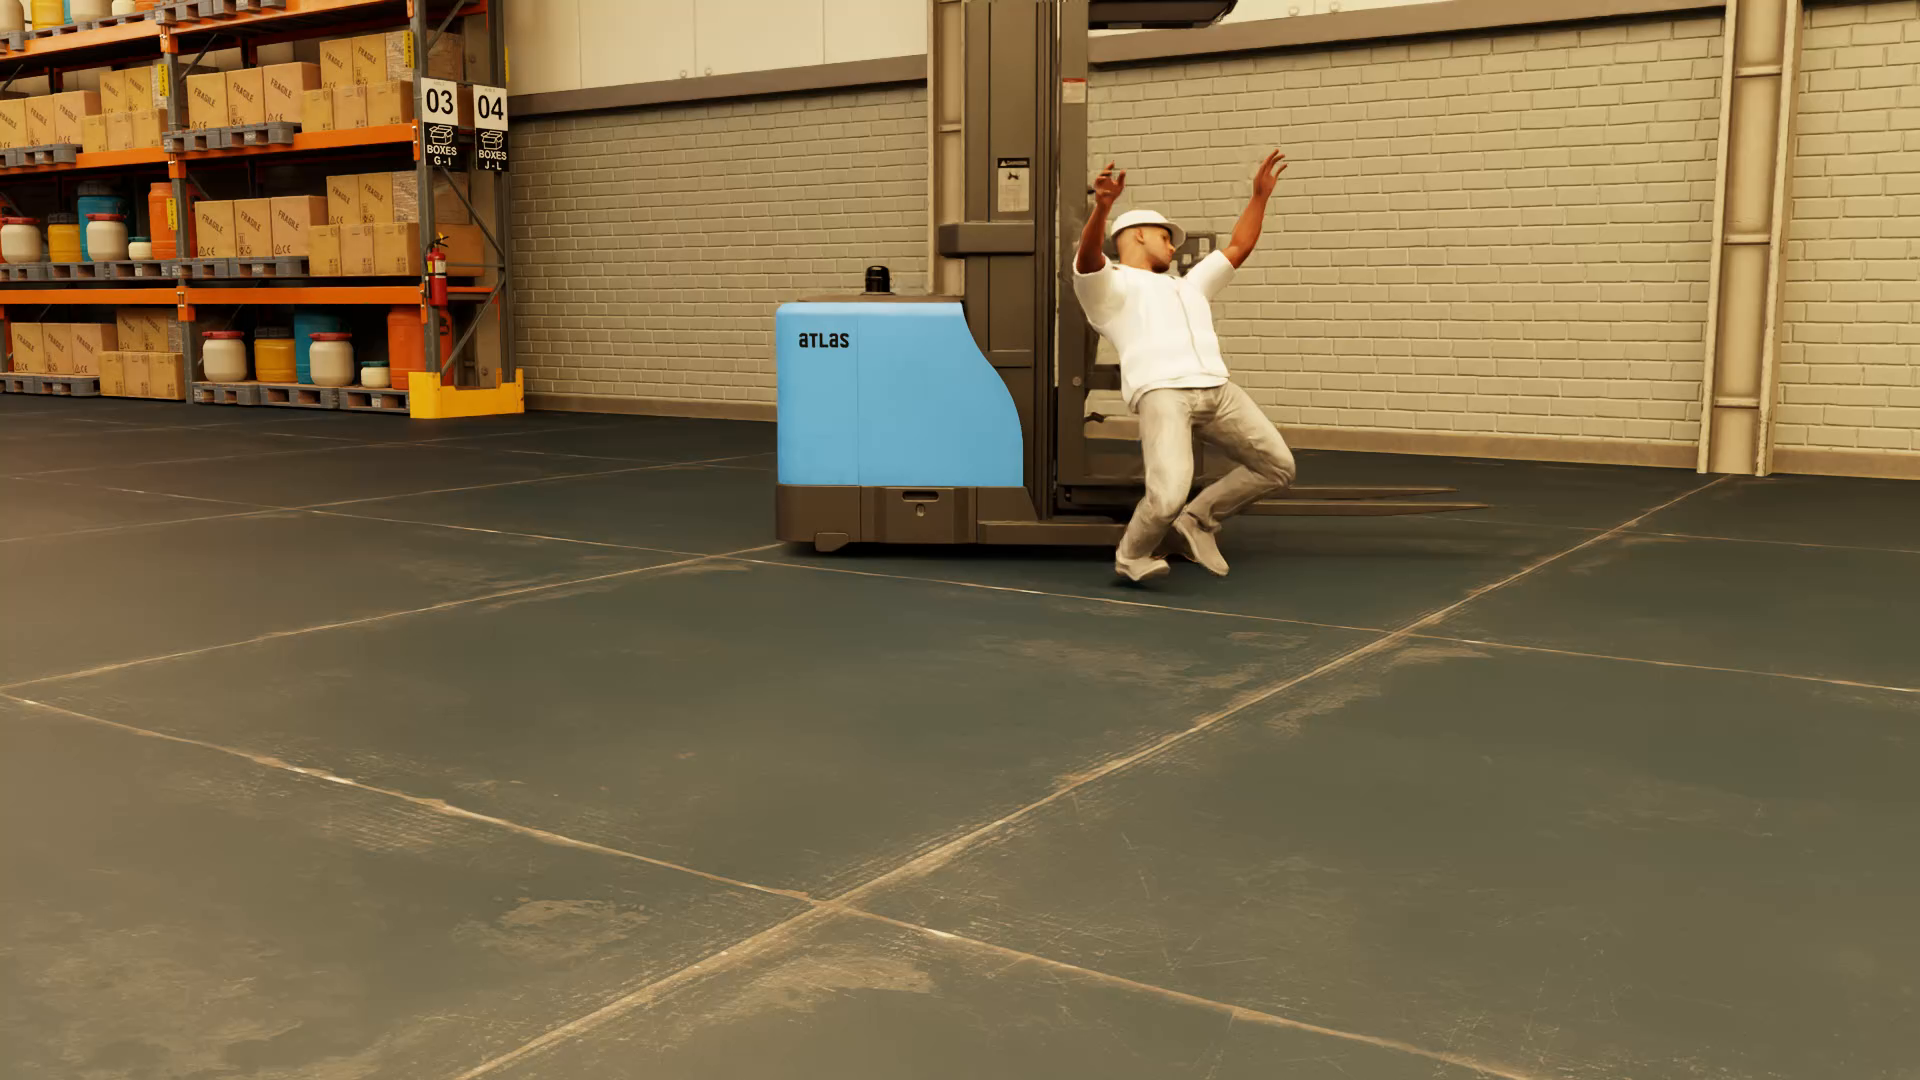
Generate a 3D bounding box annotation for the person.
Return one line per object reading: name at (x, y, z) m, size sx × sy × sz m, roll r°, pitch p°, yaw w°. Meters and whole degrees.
person at (0.746, -0.650, 6.278) m, size 1.028 × 1.643 × 0.753 m, roll -6°, pitch 10°, yaw -36°

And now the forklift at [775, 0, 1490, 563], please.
forklift at (0.749, -1.433, 7.269) m, size 3.031 × 2.935 × 1.130 m, roll 1°, pitch 8°, yaw 4°
